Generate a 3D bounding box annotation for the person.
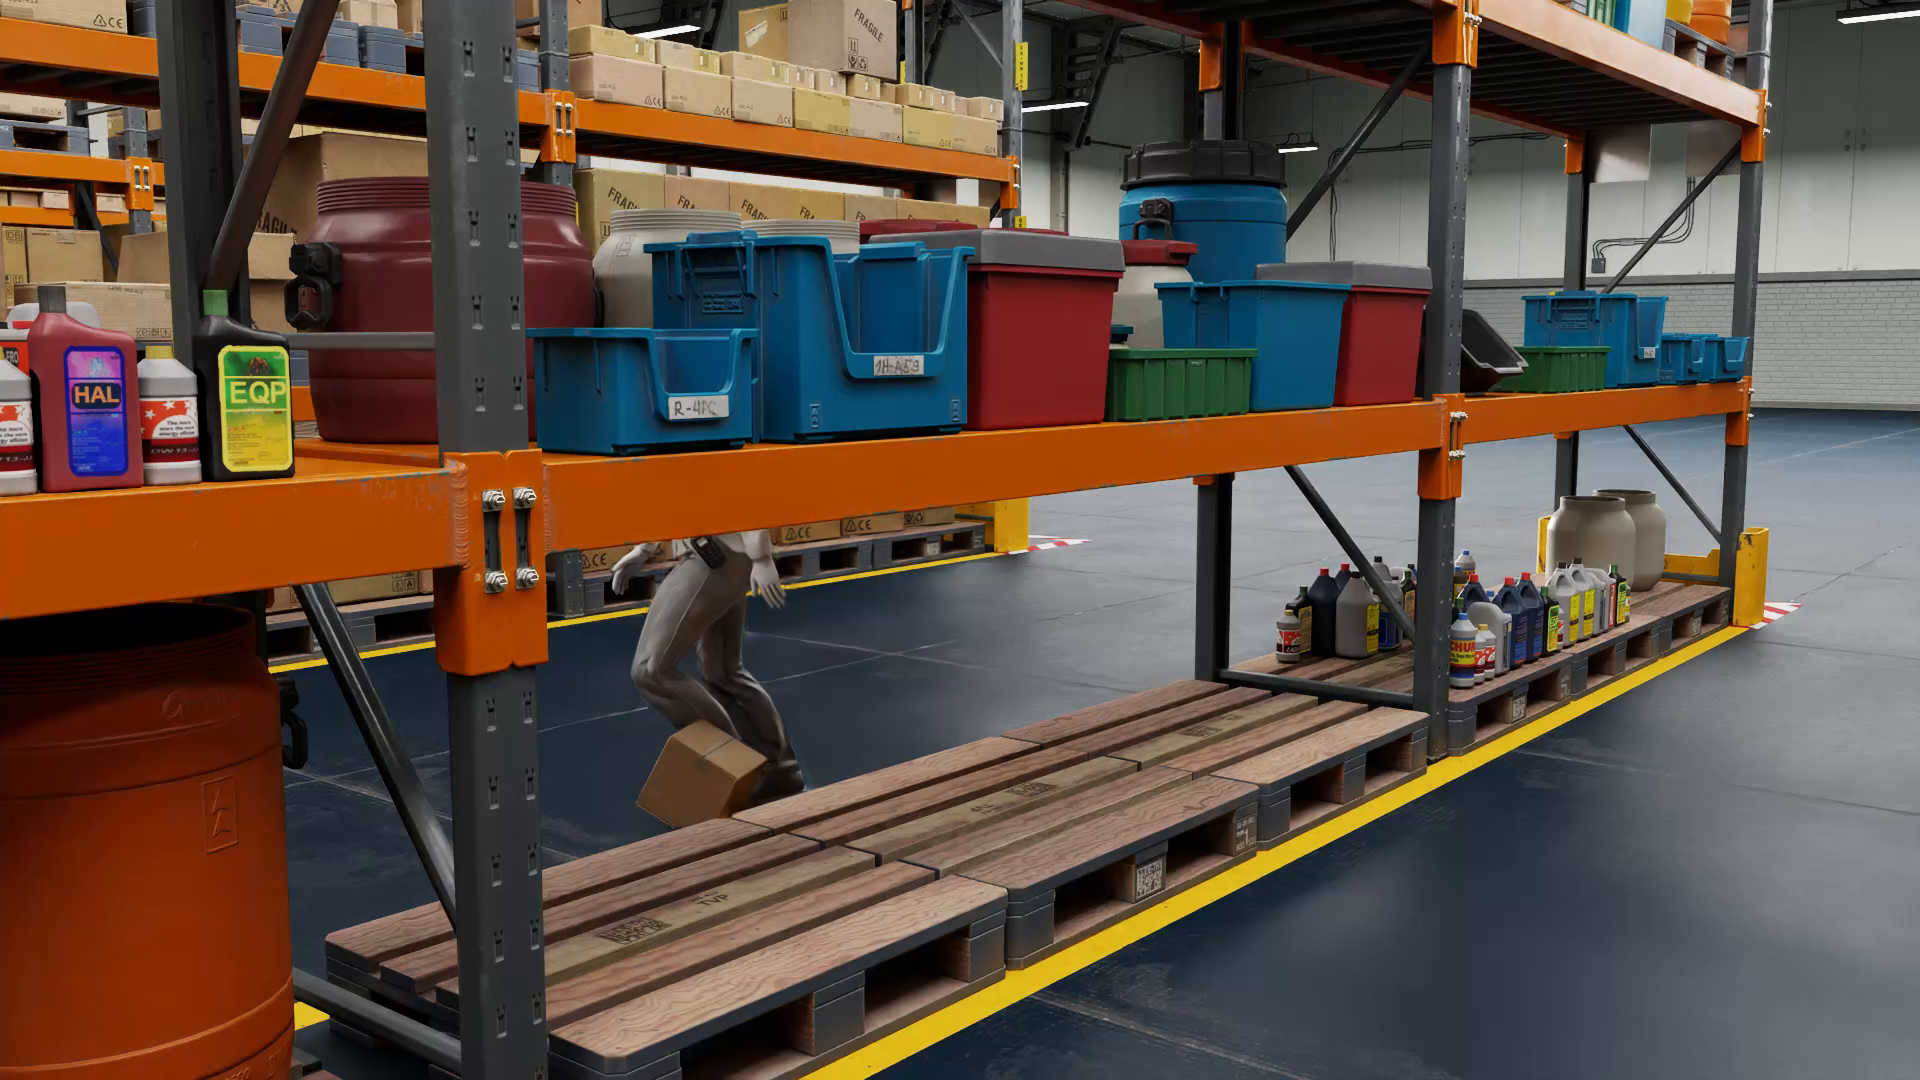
[{"bbox_3d":[-0.794,0.078,5.269,0.614,1.651,0.608,-1,7,-11],"label":"person"}]
